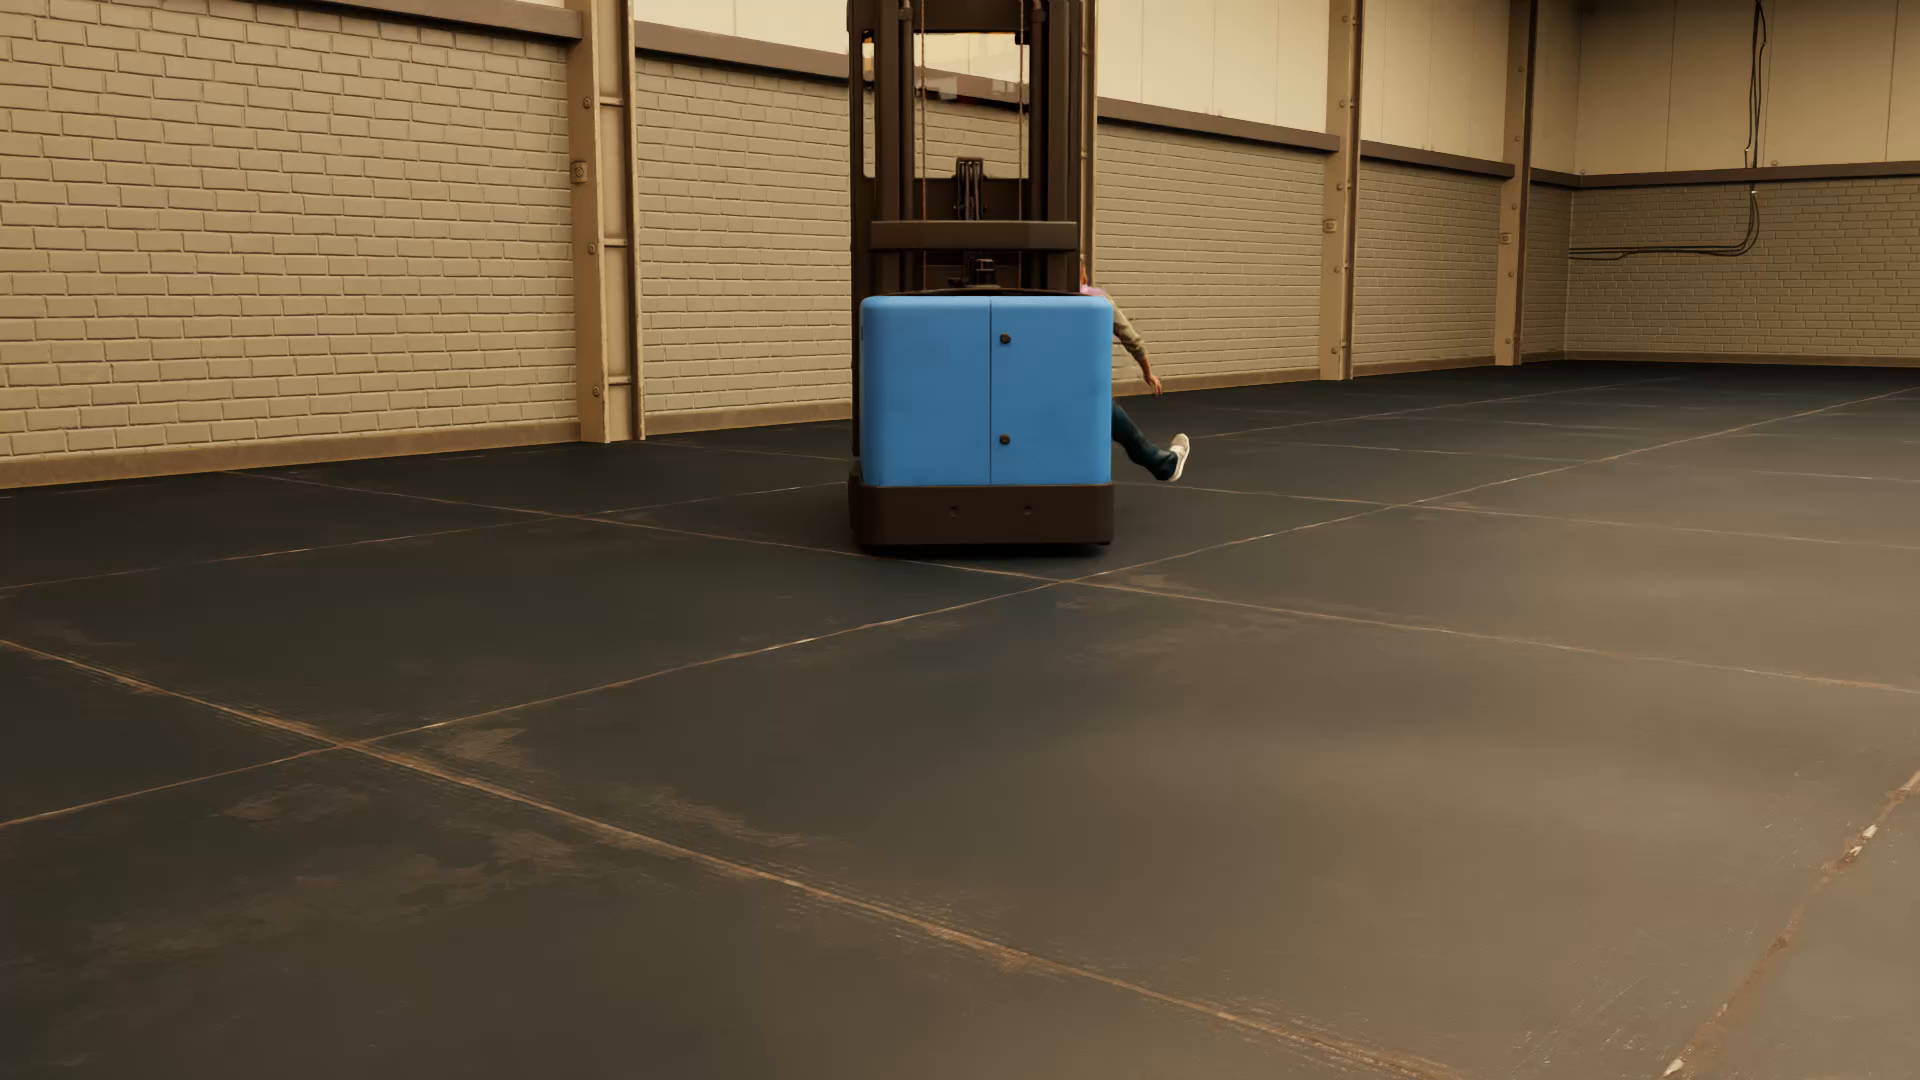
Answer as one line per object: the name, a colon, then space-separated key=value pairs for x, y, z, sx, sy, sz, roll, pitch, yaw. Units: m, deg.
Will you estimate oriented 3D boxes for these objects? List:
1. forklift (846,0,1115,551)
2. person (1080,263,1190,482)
forklift: x=0.006 y=-1.581 z=8.088 sx=1.130 sy=2.935 sz=3.031 roll=-1 pitch=8 yaw=-4
person: x=0.585 y=-0.767 z=8.309 sx=0.911 sy=1.235 sz=1.051 roll=3 pitch=9 yaw=22
